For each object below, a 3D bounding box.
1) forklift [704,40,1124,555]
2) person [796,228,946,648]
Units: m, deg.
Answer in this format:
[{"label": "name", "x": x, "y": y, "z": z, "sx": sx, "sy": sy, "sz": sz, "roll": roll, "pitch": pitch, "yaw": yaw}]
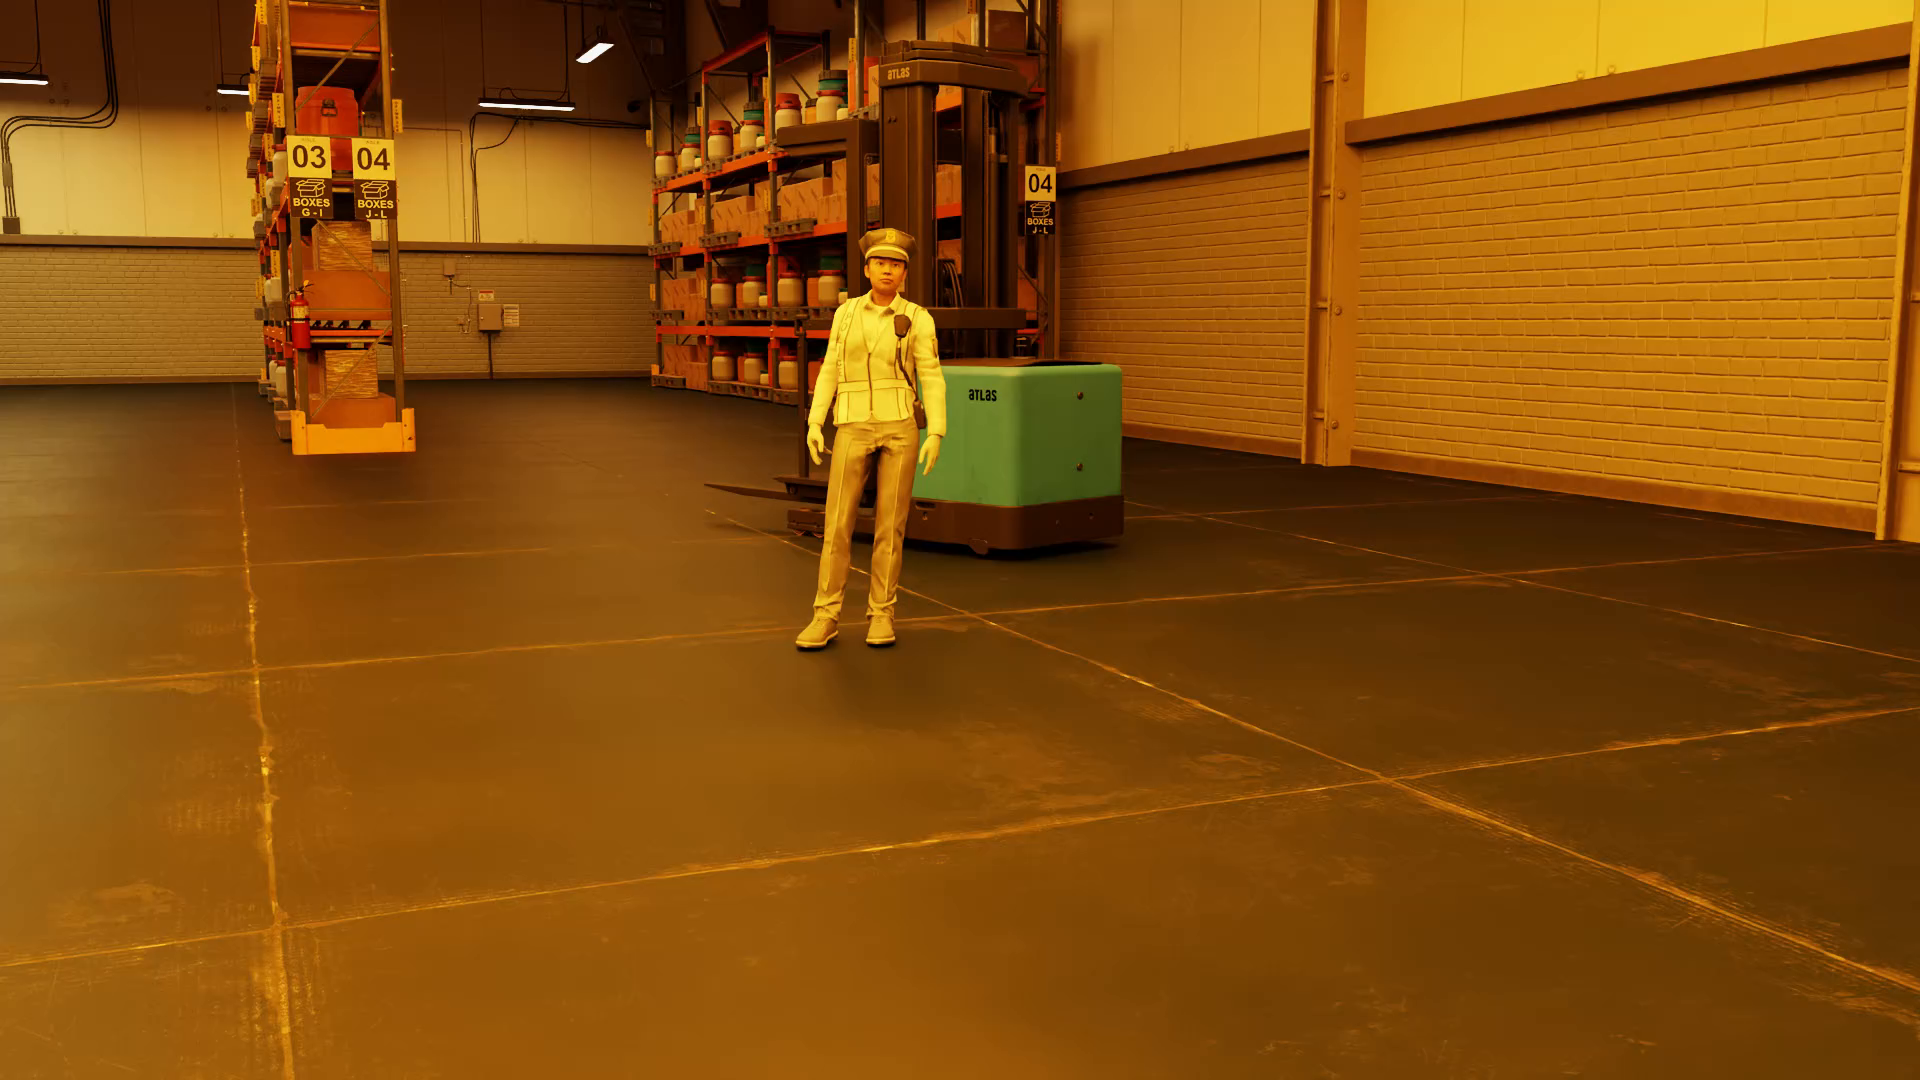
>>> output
[{"label": "forklift", "x": -0.436, "y": -1.509, "z": 10.383, "sx": 3.031, "sy": 2.935, "sz": 1.130, "roll": 7, "pitch": 10, "yaw": 44}, {"label": "person", "x": -0.354, "y": -0.424, "z": 6.835, "sx": 0.588, "sy": 1.695, "sz": 0.530, "roll": 1, "pitch": 8, "yaw": 8}]
